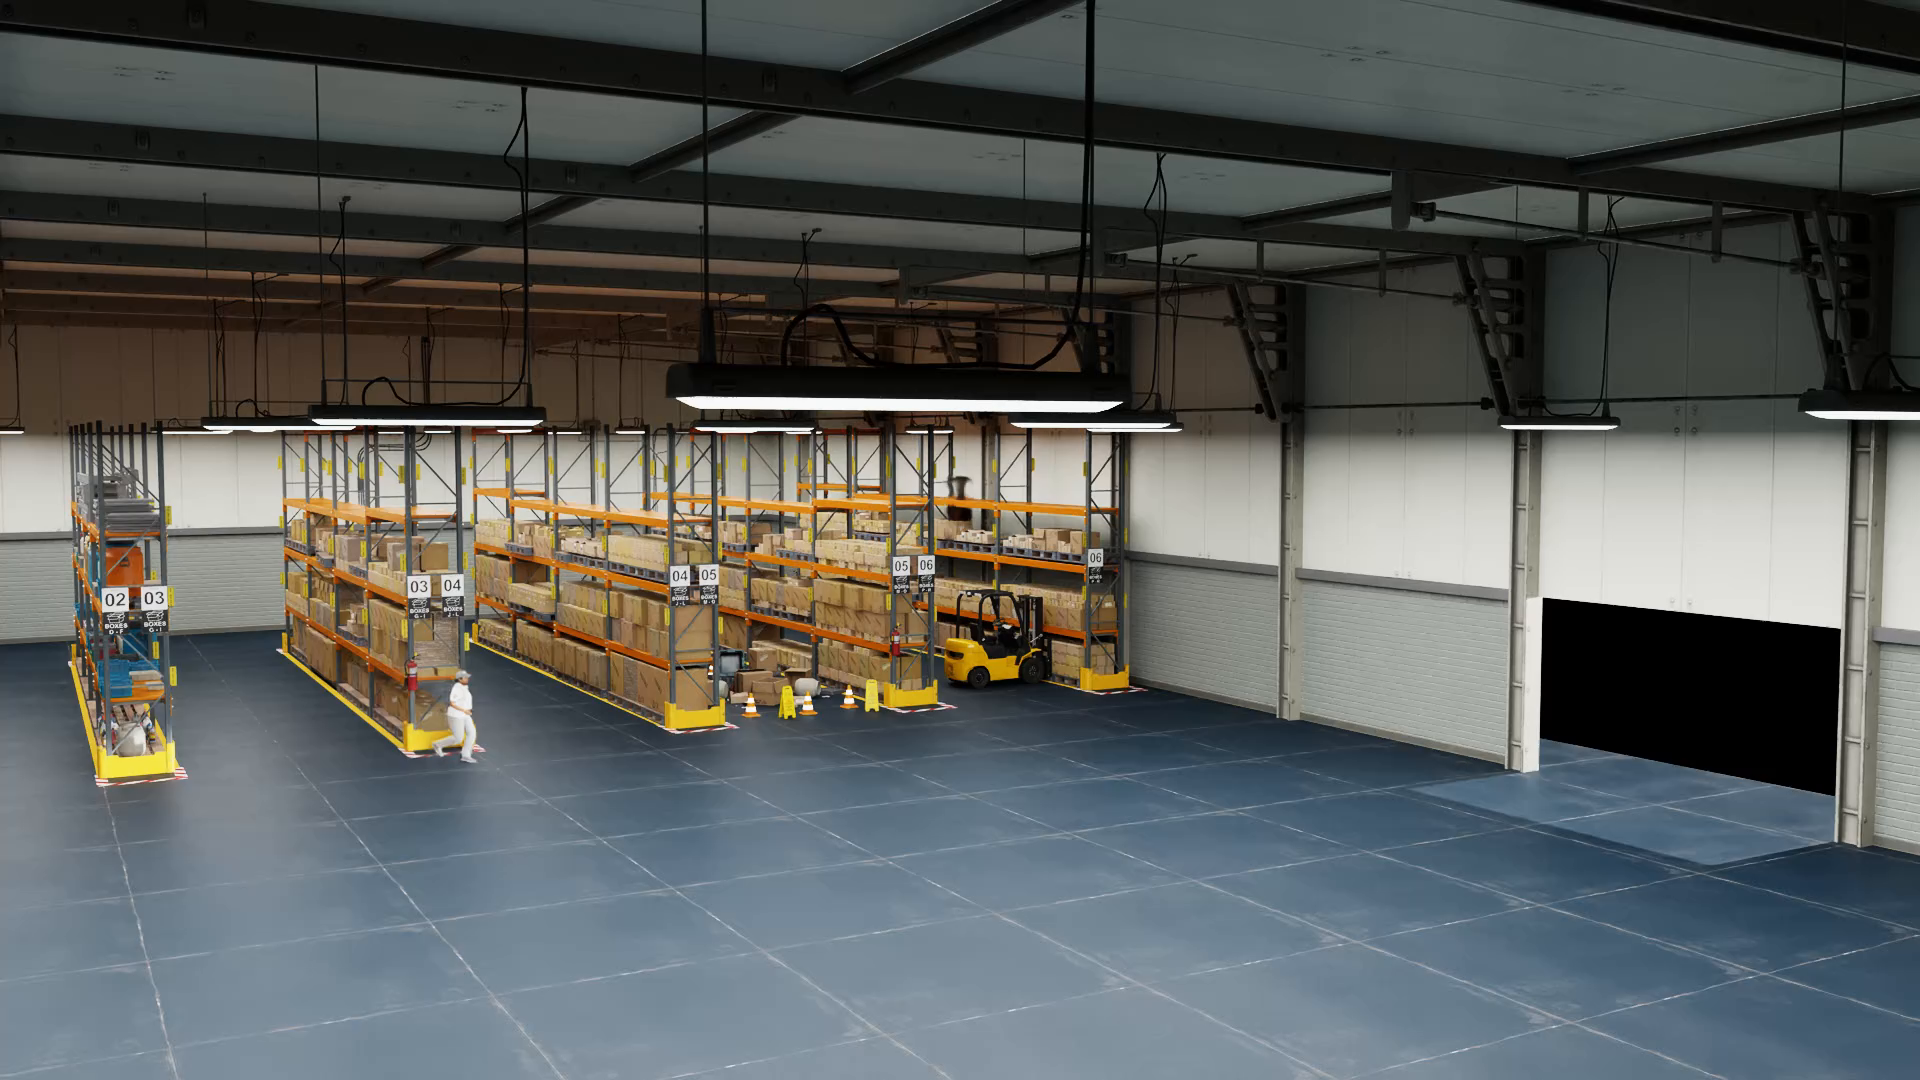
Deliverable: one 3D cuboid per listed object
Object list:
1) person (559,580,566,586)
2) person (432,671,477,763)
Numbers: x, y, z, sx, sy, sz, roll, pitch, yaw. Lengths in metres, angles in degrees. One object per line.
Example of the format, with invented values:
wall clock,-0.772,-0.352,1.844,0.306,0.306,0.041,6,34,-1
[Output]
person,-11.195,1.949,47.580,0.743,1.629,0.729,3,5,43
person,-8.881,3.116,29.263,0.782,1.631,0.585,0,4,4
